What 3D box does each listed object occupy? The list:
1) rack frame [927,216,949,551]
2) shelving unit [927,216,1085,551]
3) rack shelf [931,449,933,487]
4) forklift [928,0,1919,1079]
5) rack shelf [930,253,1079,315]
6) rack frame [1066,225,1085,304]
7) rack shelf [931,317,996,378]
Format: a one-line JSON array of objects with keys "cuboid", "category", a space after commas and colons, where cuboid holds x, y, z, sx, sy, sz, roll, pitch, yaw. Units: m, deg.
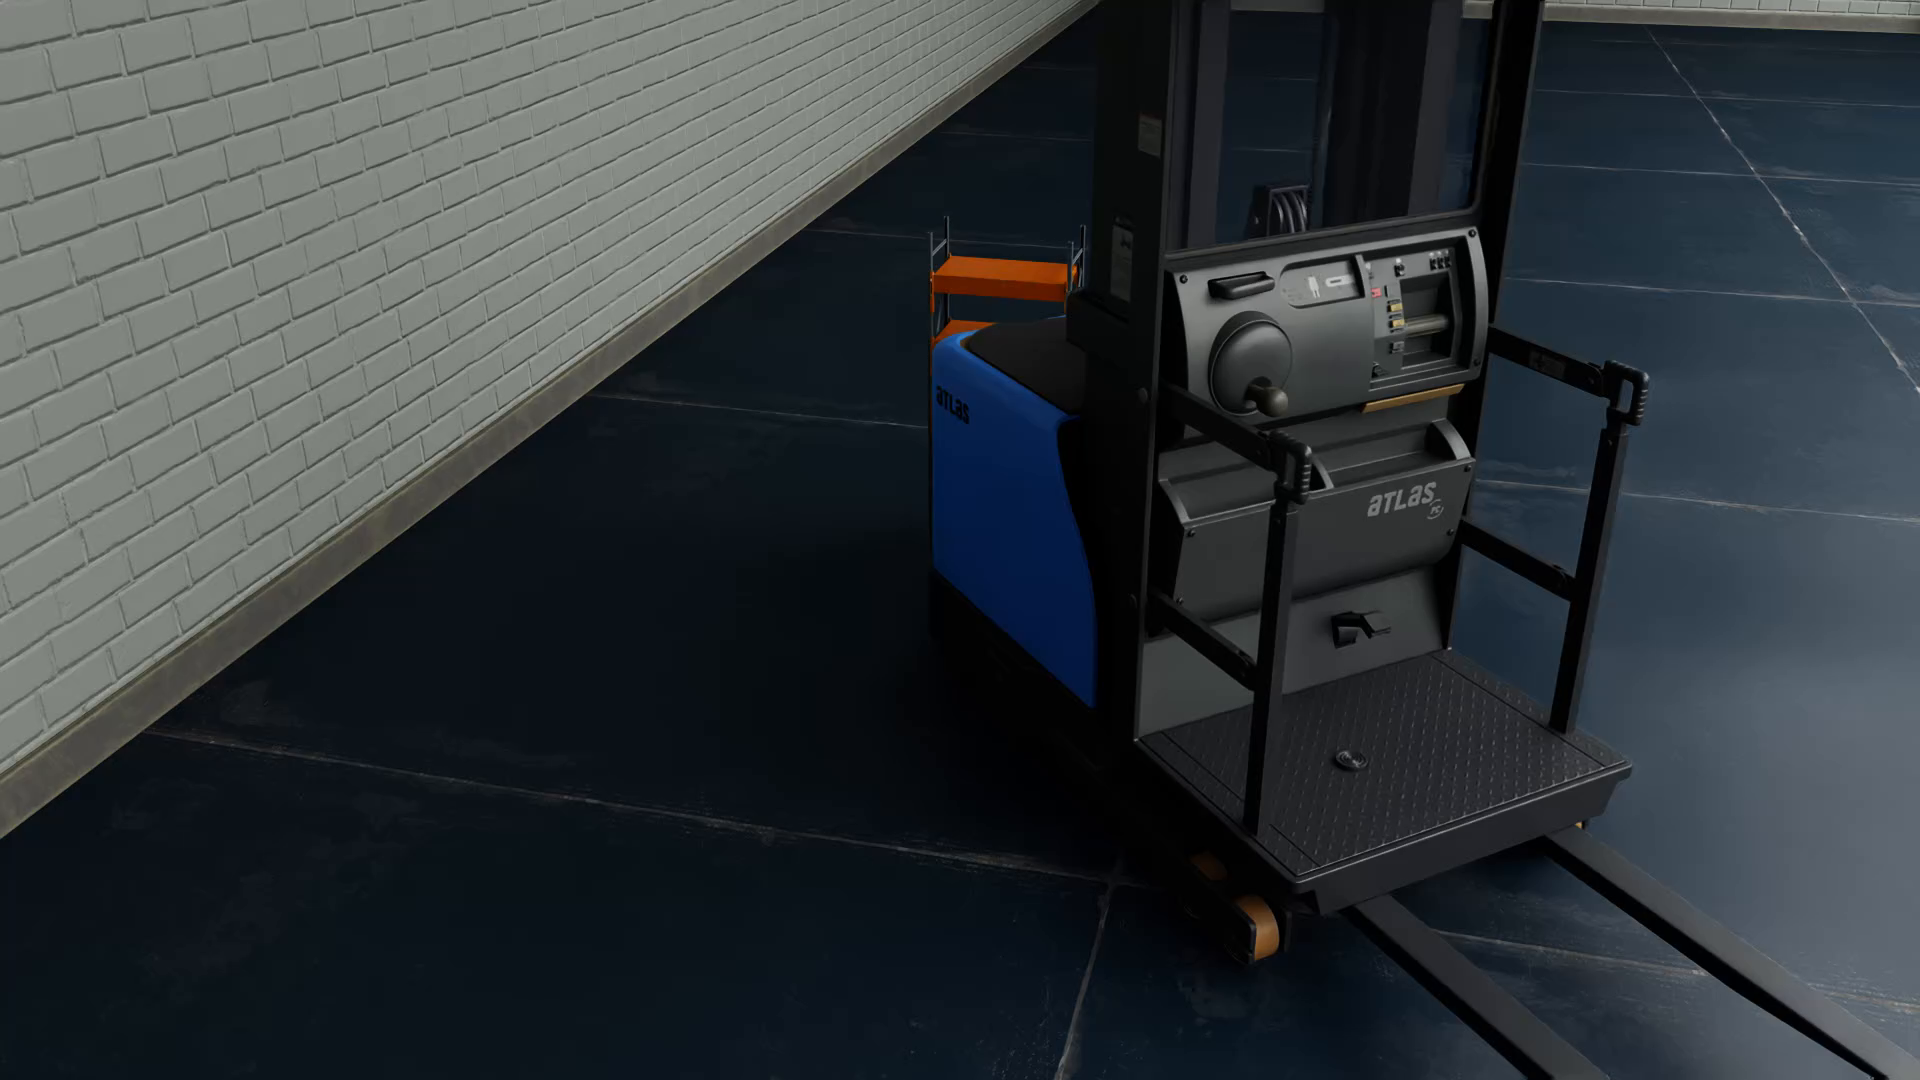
[{"cuboid": [-0.076, -0.550, 6.010, 0.015, 1.200, 0.240, 6, 26, 13], "category": "rack frame"}, {"cuboid": [0.160, -0.524, 5.955, 0.503, 1.200, 0.258, 6, 26, 13], "category": "shelving unit"}, {"cuboid": [0.160, -0.284, 6.069, 0.480, 0.148, 0.258, 6, 26, 13], "category": "rack shelf"}, {"cuboid": [1.021, -0.507, 3.906, 1.130, 2.935, 3.031, -12, 28, -24], "category": "forklift"}, {"cuboid": [0.160, -0.879, 5.786, 0.480, 0.148, 0.258, 6, 26, 13], "category": "rack shelf"}, {"cuboid": [0.397, -0.498, 5.900, 0.015, 1.200, 0.240, 6, 26, 13], "category": "rack frame"}, {"cuboid": [0.160, -0.665, 5.888, 0.480, 0.148, 0.258, 6, 26, 13], "category": "rack shelf"}]
